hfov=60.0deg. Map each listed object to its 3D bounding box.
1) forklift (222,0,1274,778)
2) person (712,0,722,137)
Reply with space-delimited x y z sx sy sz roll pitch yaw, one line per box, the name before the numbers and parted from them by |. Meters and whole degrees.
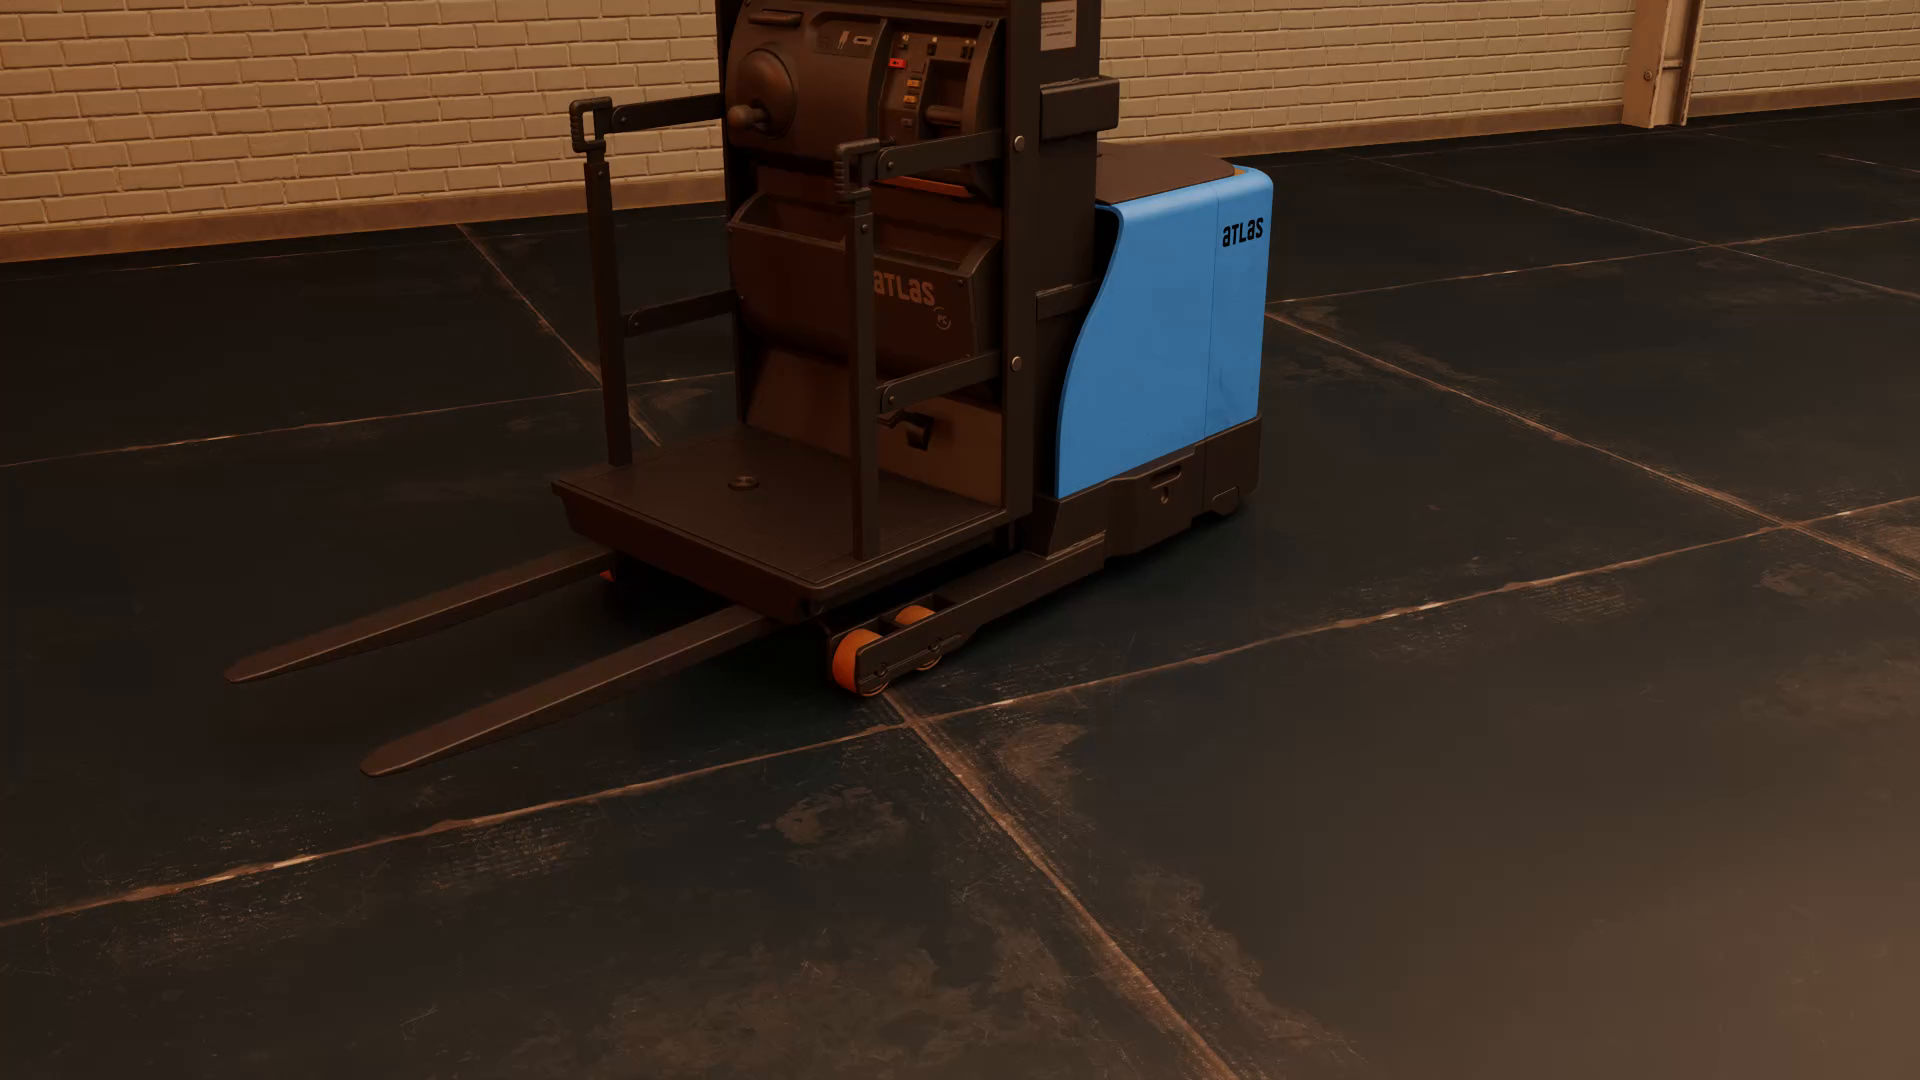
forklift | -0.413 -1.182 4.131 1.130 2.935 3.031 19 29 39
person | -0.785 -1.626 6.693 0.379 1.789 0.540 -5 23 -11
